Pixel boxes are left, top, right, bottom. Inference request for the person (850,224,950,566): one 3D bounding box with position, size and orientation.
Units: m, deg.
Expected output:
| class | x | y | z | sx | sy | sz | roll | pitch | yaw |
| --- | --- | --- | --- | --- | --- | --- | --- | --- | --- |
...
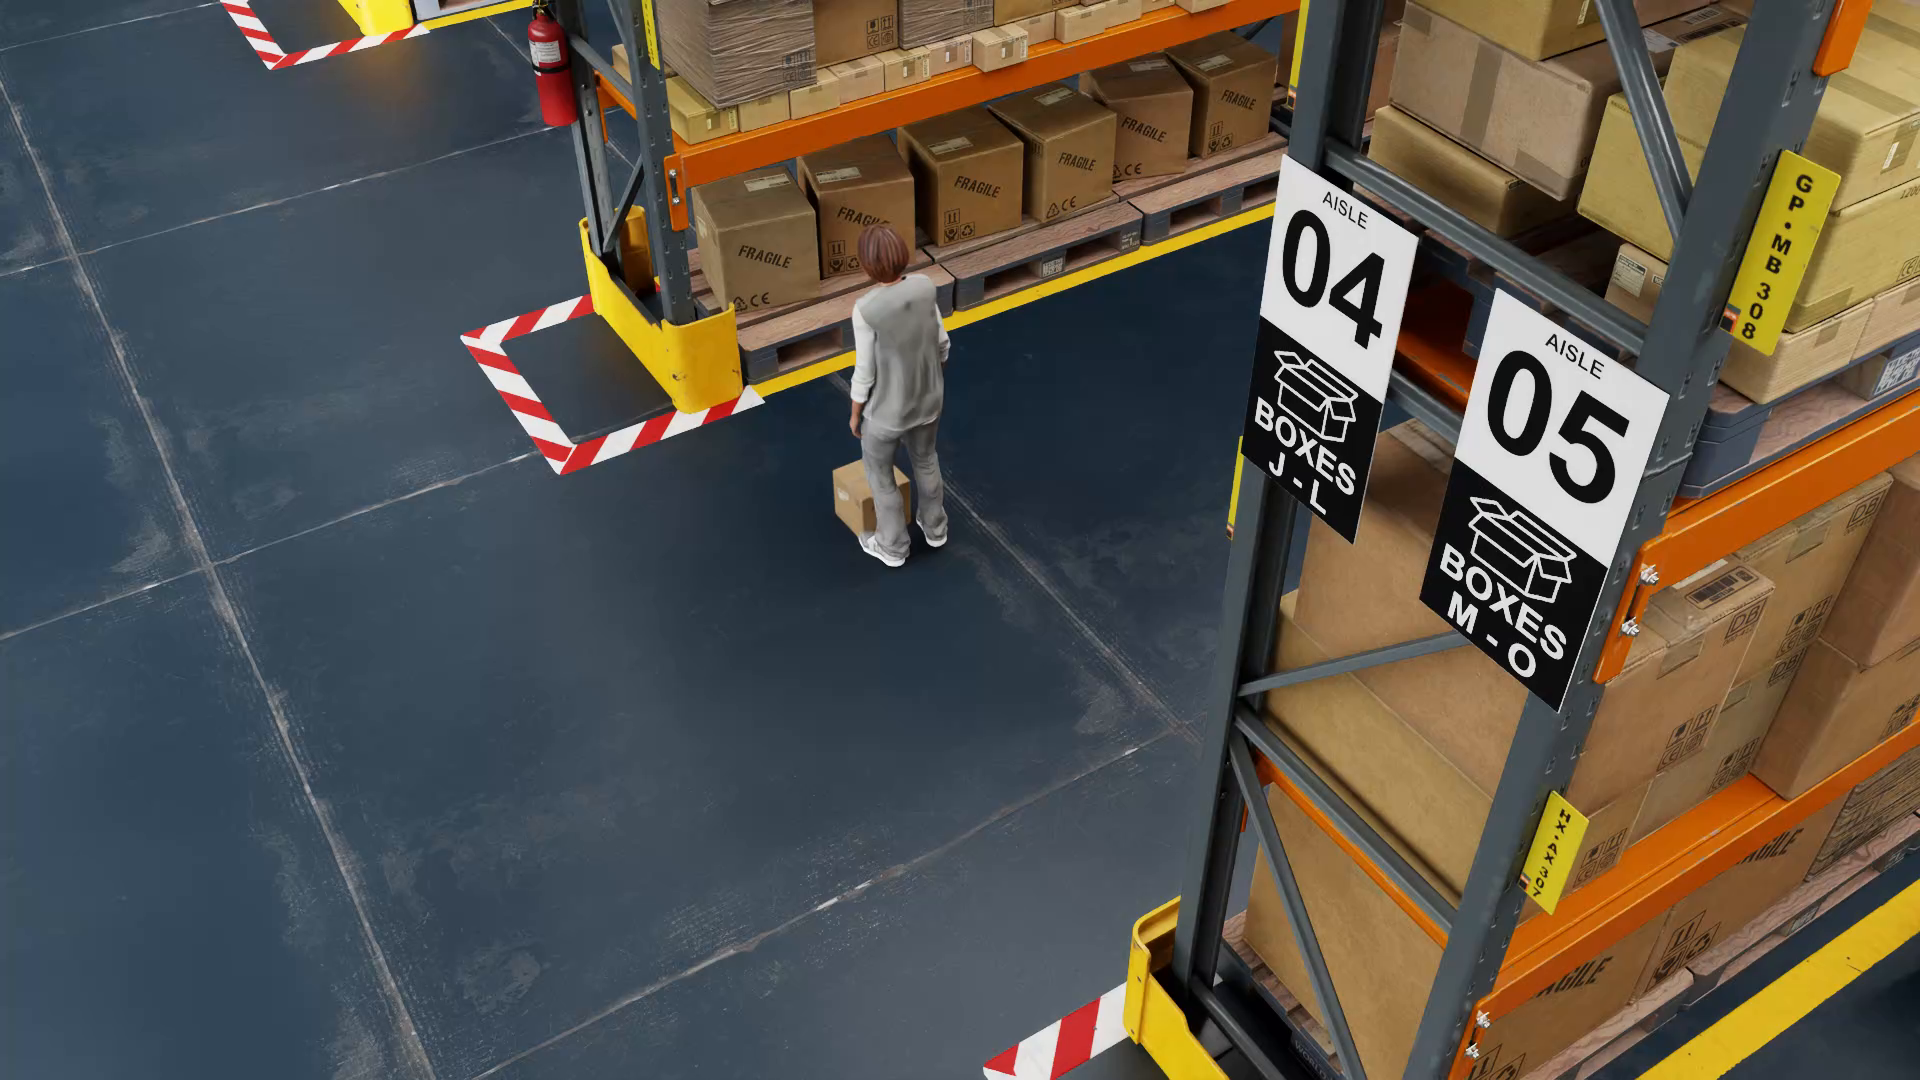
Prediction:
| class | x | y | z | sx | sy | sz | roll | pitch | yaw |
| --- | --- | --- | --- | --- | --- | --- | --- | --- | --- |
| person | -0.249 | -0.562 | 6.807 | 0.467 | 1.590 | 0.346 | -25 | 47 | -25 |
